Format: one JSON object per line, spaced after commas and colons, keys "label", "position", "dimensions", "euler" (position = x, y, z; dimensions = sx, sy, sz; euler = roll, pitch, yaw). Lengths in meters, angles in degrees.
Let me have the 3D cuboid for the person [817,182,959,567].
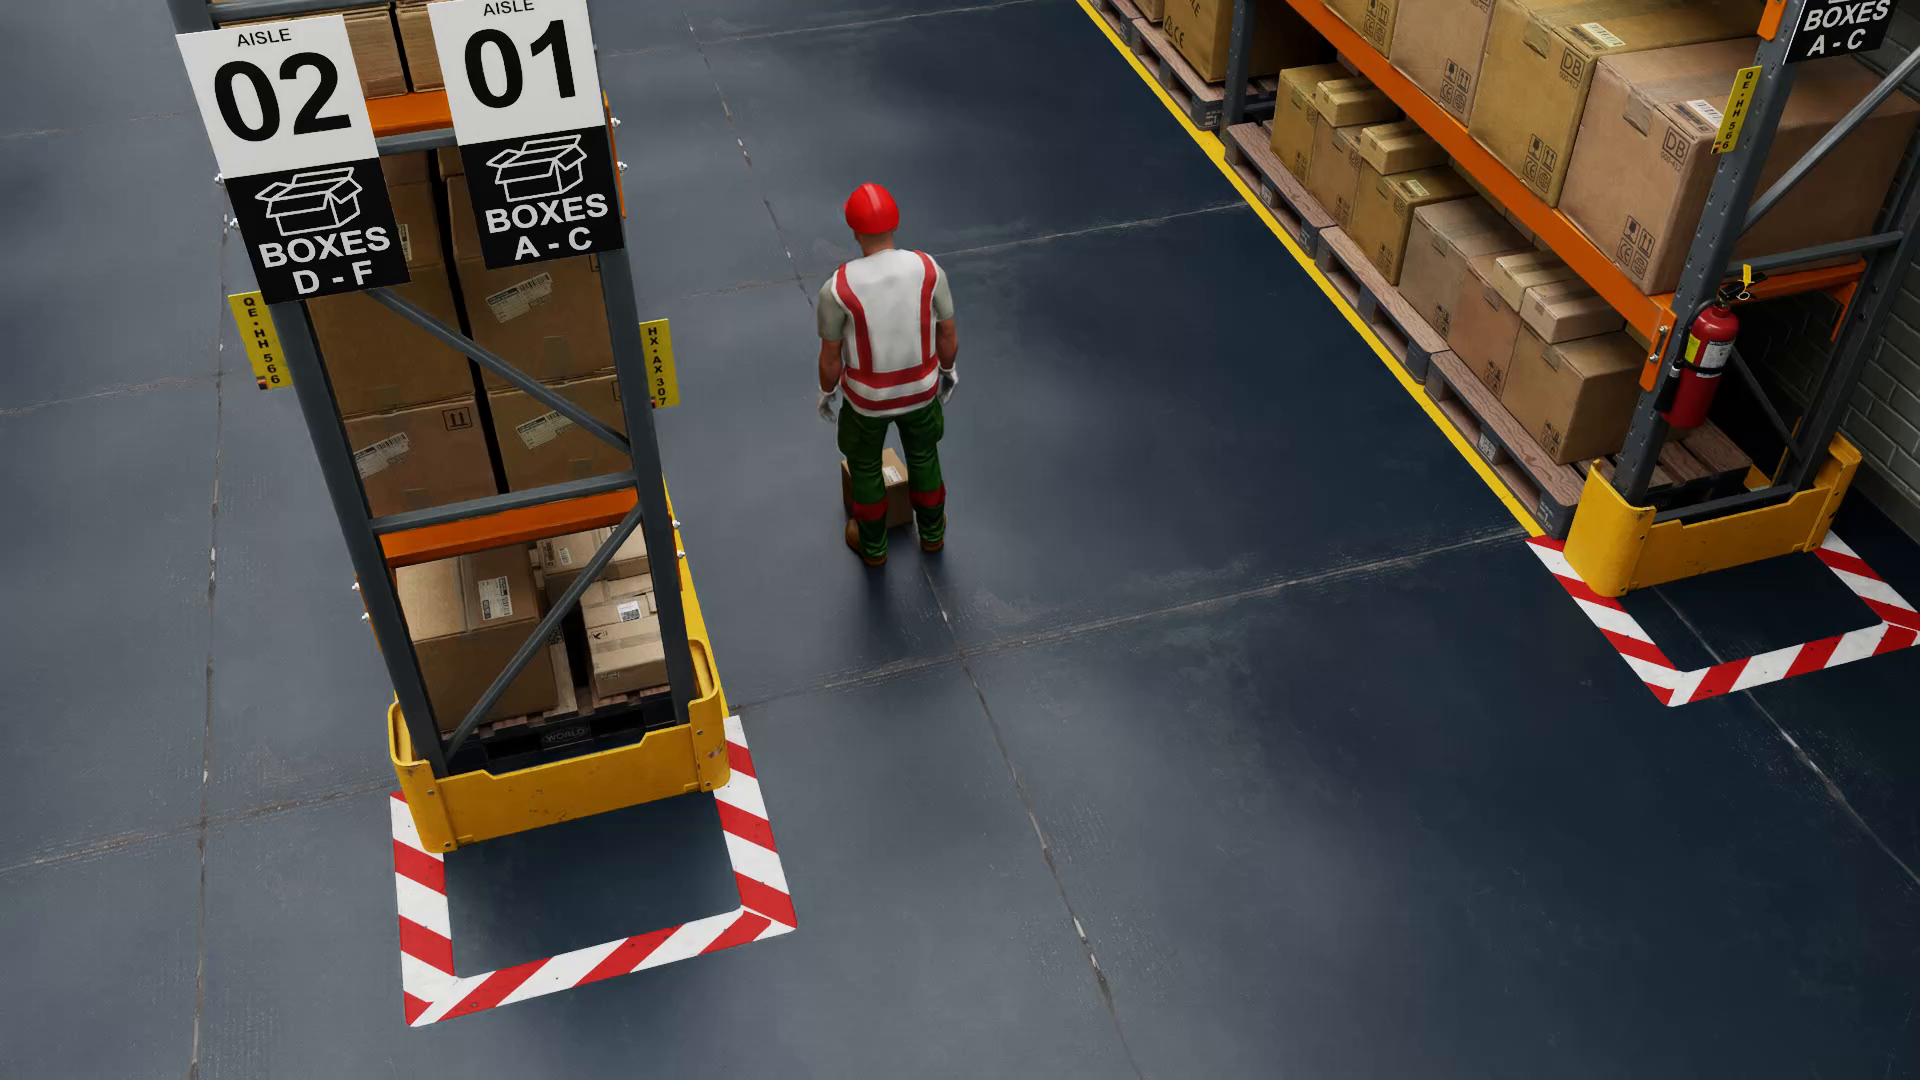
{"label": "person", "position": [-0.296, -0.643, 6.867], "dimensions": [0.607, 1.778, 0.452], "euler": [-12, 43, -13]}
